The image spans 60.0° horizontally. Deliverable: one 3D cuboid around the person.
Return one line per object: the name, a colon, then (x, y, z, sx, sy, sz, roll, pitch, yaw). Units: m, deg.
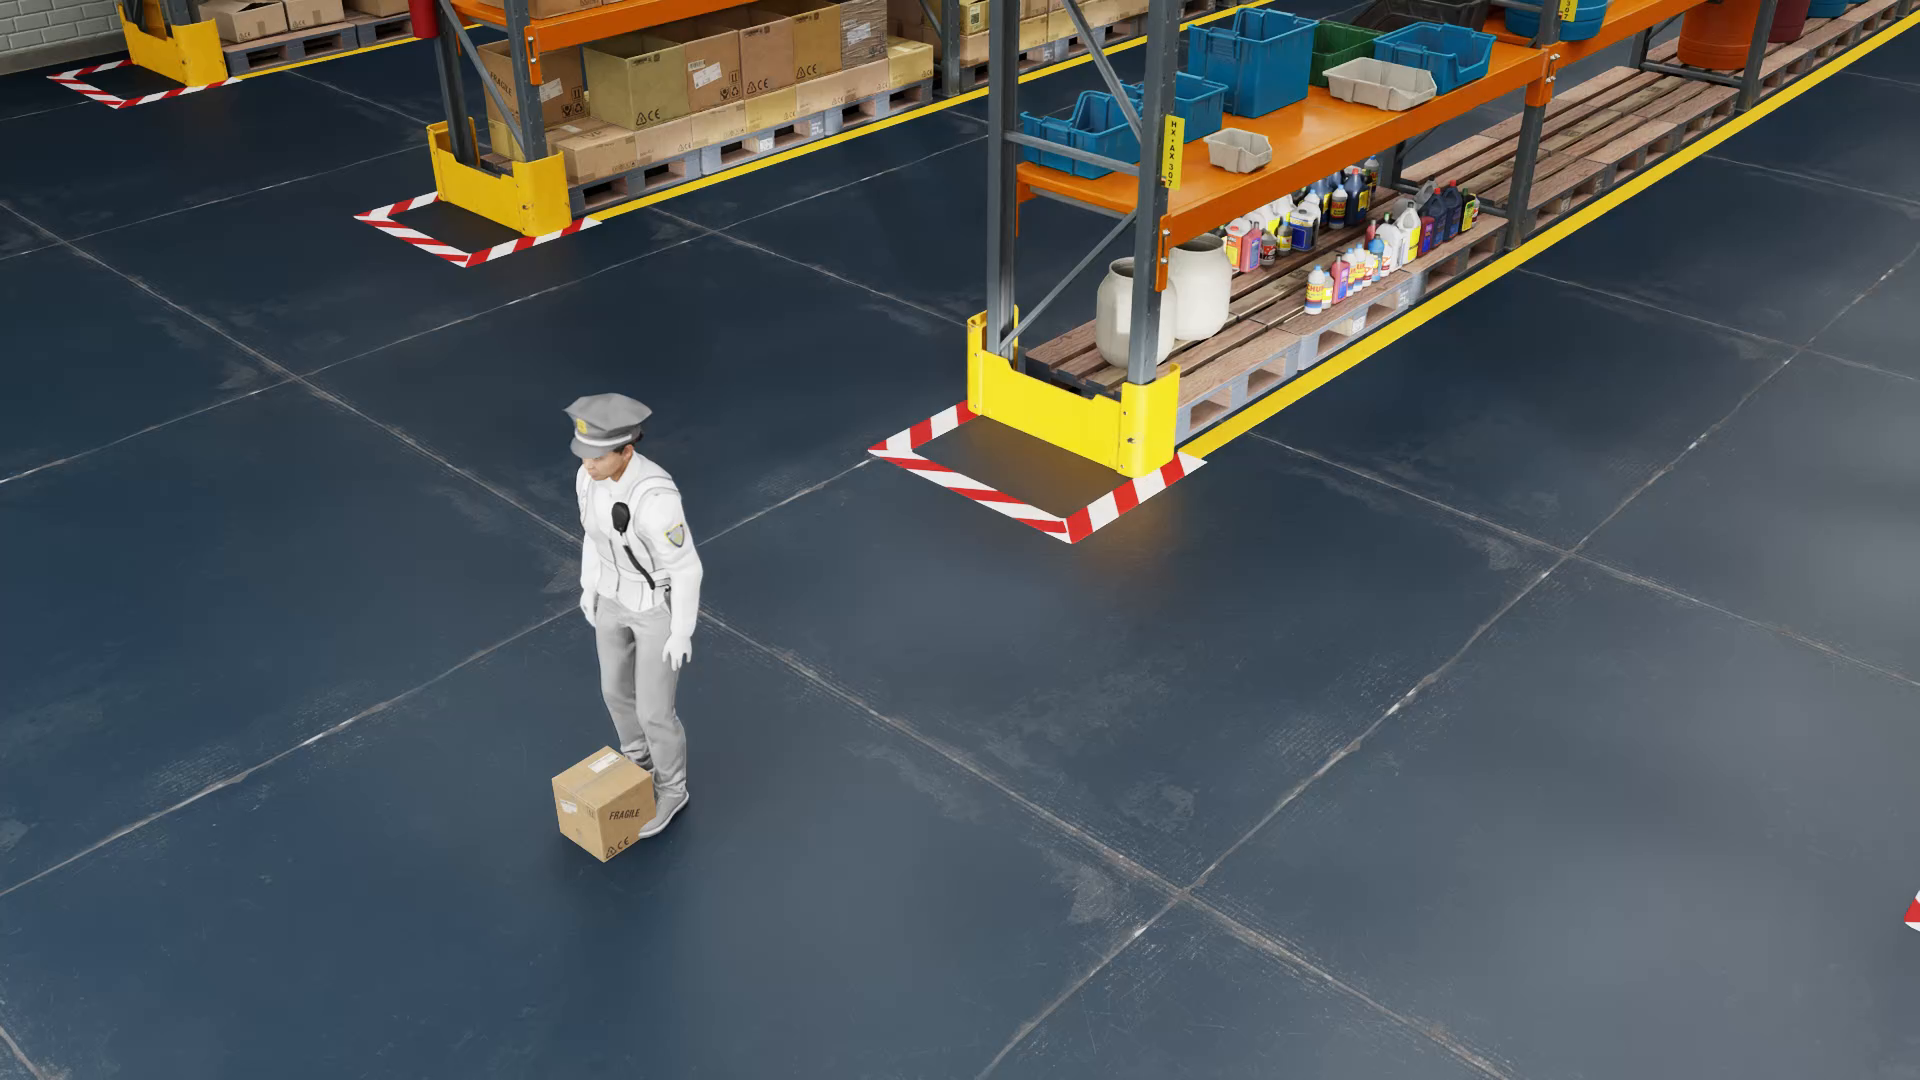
person: (-1.120, 0.253, 5.719, 0.537, 1.662, 0.415, 23, 38, 32)
